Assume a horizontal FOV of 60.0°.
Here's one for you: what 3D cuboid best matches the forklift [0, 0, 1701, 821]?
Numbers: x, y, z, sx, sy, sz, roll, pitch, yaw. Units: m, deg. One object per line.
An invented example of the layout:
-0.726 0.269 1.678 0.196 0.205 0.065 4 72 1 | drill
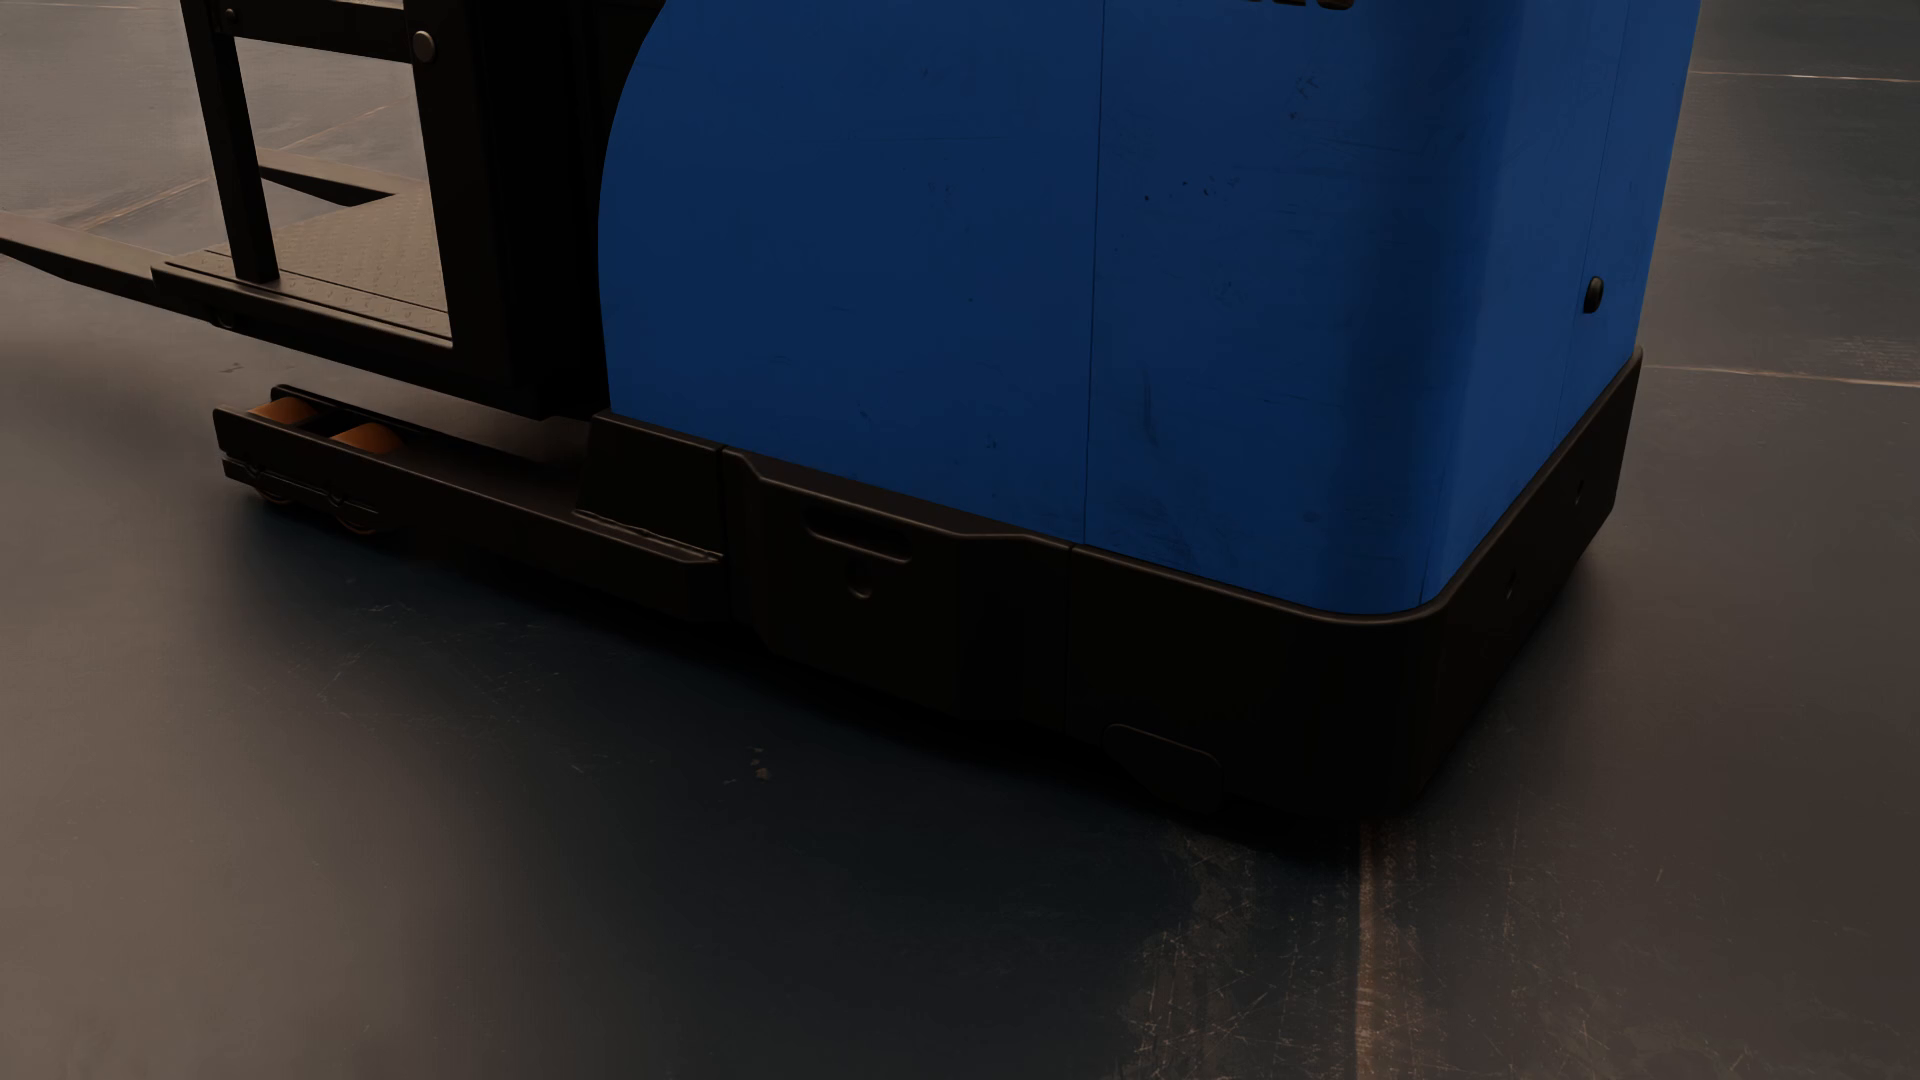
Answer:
-0.551 -1.497 2.214 3.031 2.935 1.130 16 31 29 | forklift
